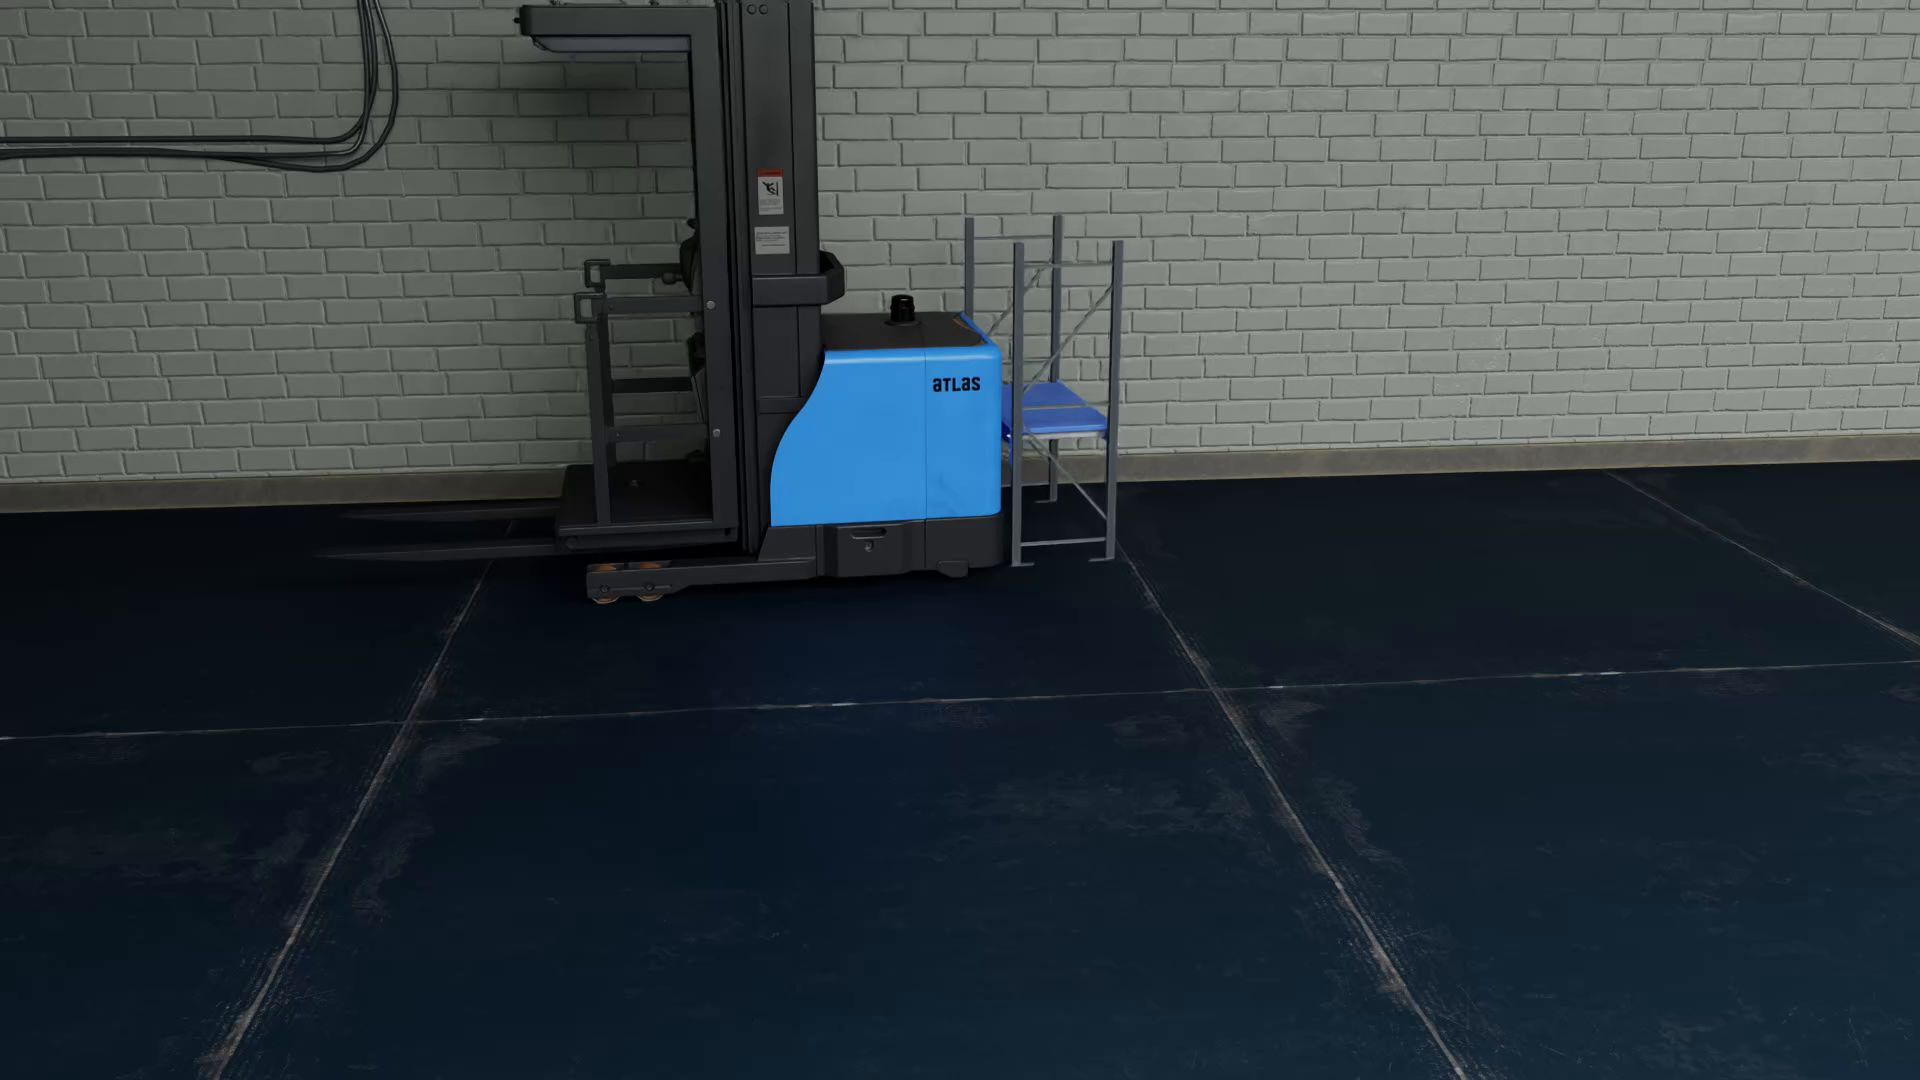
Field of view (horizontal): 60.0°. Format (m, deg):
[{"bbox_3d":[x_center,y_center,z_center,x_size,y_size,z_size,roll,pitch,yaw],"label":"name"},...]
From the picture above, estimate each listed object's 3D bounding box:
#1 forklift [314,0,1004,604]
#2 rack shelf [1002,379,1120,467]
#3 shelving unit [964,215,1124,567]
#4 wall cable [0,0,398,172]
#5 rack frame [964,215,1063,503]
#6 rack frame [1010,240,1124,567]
[{"bbox_3d":[-1.366,-1.289,7.390,3.031,2.935,1.130,-3,18,-9],"label":"forklift"},{"bbox_3d":[0.376,-0.586,8.140,0.538,0.185,1.000,-4,18,-12],"label":"rack shelf"},{"bbox_3d":[0.376,-0.758,8.086,0.538,1.500,1.048,-4,18,-12],"label":"shelving unit"},{"bbox_3d":[-4.304,-2.963,7.776,3.097,2.526,0.112,-2,18,-6],"label":"wall cable"},{"bbox_3d":[0.269,-0.907,8.561,0.500,1.500,0.032,-4,18,-12],"label":"rack frame"},{"bbox_3d":[0.483,-0.609,7.612,0.500,1.500,0.032,-4,18,-12],"label":"rack frame"}]
